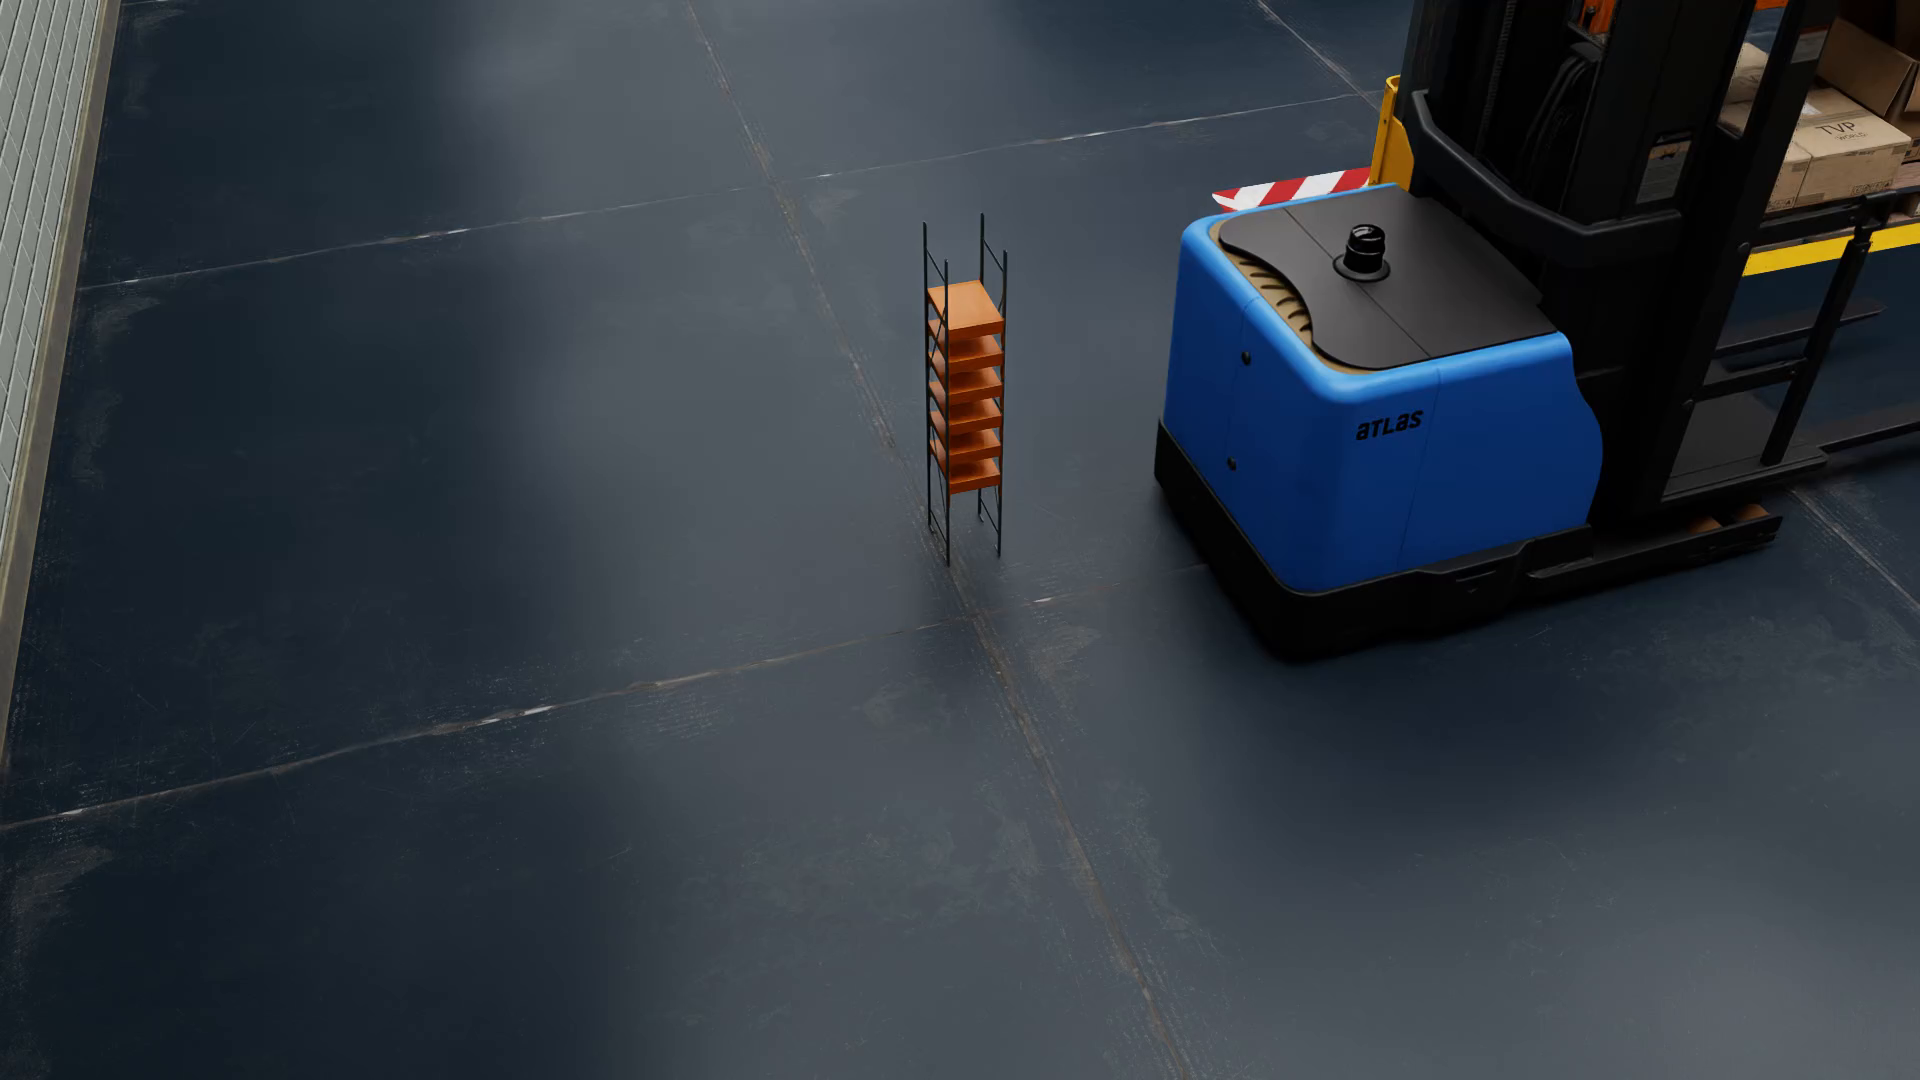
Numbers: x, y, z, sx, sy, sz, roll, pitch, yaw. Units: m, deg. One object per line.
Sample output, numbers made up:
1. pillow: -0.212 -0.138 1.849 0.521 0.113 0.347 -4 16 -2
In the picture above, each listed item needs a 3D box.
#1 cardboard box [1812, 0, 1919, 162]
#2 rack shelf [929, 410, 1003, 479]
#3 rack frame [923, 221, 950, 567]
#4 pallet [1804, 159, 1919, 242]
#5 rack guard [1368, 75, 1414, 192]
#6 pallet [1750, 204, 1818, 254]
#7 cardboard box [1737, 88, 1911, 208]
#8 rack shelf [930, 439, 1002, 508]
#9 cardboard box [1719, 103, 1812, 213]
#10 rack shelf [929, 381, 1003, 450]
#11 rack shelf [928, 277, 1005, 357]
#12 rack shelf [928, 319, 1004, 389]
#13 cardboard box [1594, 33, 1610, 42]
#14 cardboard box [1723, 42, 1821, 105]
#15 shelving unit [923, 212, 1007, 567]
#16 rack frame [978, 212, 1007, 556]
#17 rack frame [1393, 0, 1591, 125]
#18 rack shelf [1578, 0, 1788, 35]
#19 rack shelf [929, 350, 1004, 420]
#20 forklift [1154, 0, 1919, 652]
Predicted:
1. cardboard box: 4.145 -2.080 7.414 0.637 0.503 0.797 -12 42 -13
2. rack shelf: 0.014 -0.331 5.467 0.180 0.103 0.258 -12 42 -13
3. rack frame: -0.073 -0.437 5.338 0.006 1.200 0.240 -12 42 -13
4. pallet: 4.114 -1.800 7.650 1.213 0.211 1.003 -12 42 -13
5. rack guard: 2.193 -1.512 7.101 0.348 0.500 1.175 -12 42 -13
6. pallet: 2.953 -1.561 7.377 1.213 0.211 1.003 -12 42 -13
7. cardboard box: 3.678 -1.696 7.167 0.500 0.250 0.500 -12 42 -13
8. rack shelf: 0.014 -0.241 5.546 0.180 0.103 0.258 -12 42 -13
9. cardboard box: 3.201 -1.597 7.054 0.500 0.250 0.500 -12 42 -13
10. rack shelf: 0.014 -0.421 5.388 0.180 0.103 0.258 -12 42 -13
11. rack shelf: 0.014 -0.692 5.151 0.180 0.103 0.258 -12 42 -13
12. rack shelf: 0.014 -0.602 5.230 0.180 0.103 0.258 -12 42 -13
13. cardboard box: 2.565 -1.925 7.239 0.500 0.500 0.500 -12 42 -13
14. cardboard box: 3.480 -2.000 7.514 0.500 0.250 0.500 -12 42 -13
15. shelving unit: 0.014 -0.455 5.359 0.189 1.200 0.258 -12 42 -13
16. rack frame: 0.101 -0.473 5.379 0.006 1.200 0.240 -12 42 -13
17. rack frame: 2.120 -2.438 6.261 0.127 3.000 1.000 -12 42 -13
18. rack shelf: 4.028 -2.563 6.950 4.000 0.370 1.077 -12 42 -13
19. rack shelf: 0.014 -0.512 5.309 0.180 0.103 0.258 -12 42 -13
20. forklift: 2.262 -1.336 5.052 3.031 2.935 1.130 -13 43 -15
